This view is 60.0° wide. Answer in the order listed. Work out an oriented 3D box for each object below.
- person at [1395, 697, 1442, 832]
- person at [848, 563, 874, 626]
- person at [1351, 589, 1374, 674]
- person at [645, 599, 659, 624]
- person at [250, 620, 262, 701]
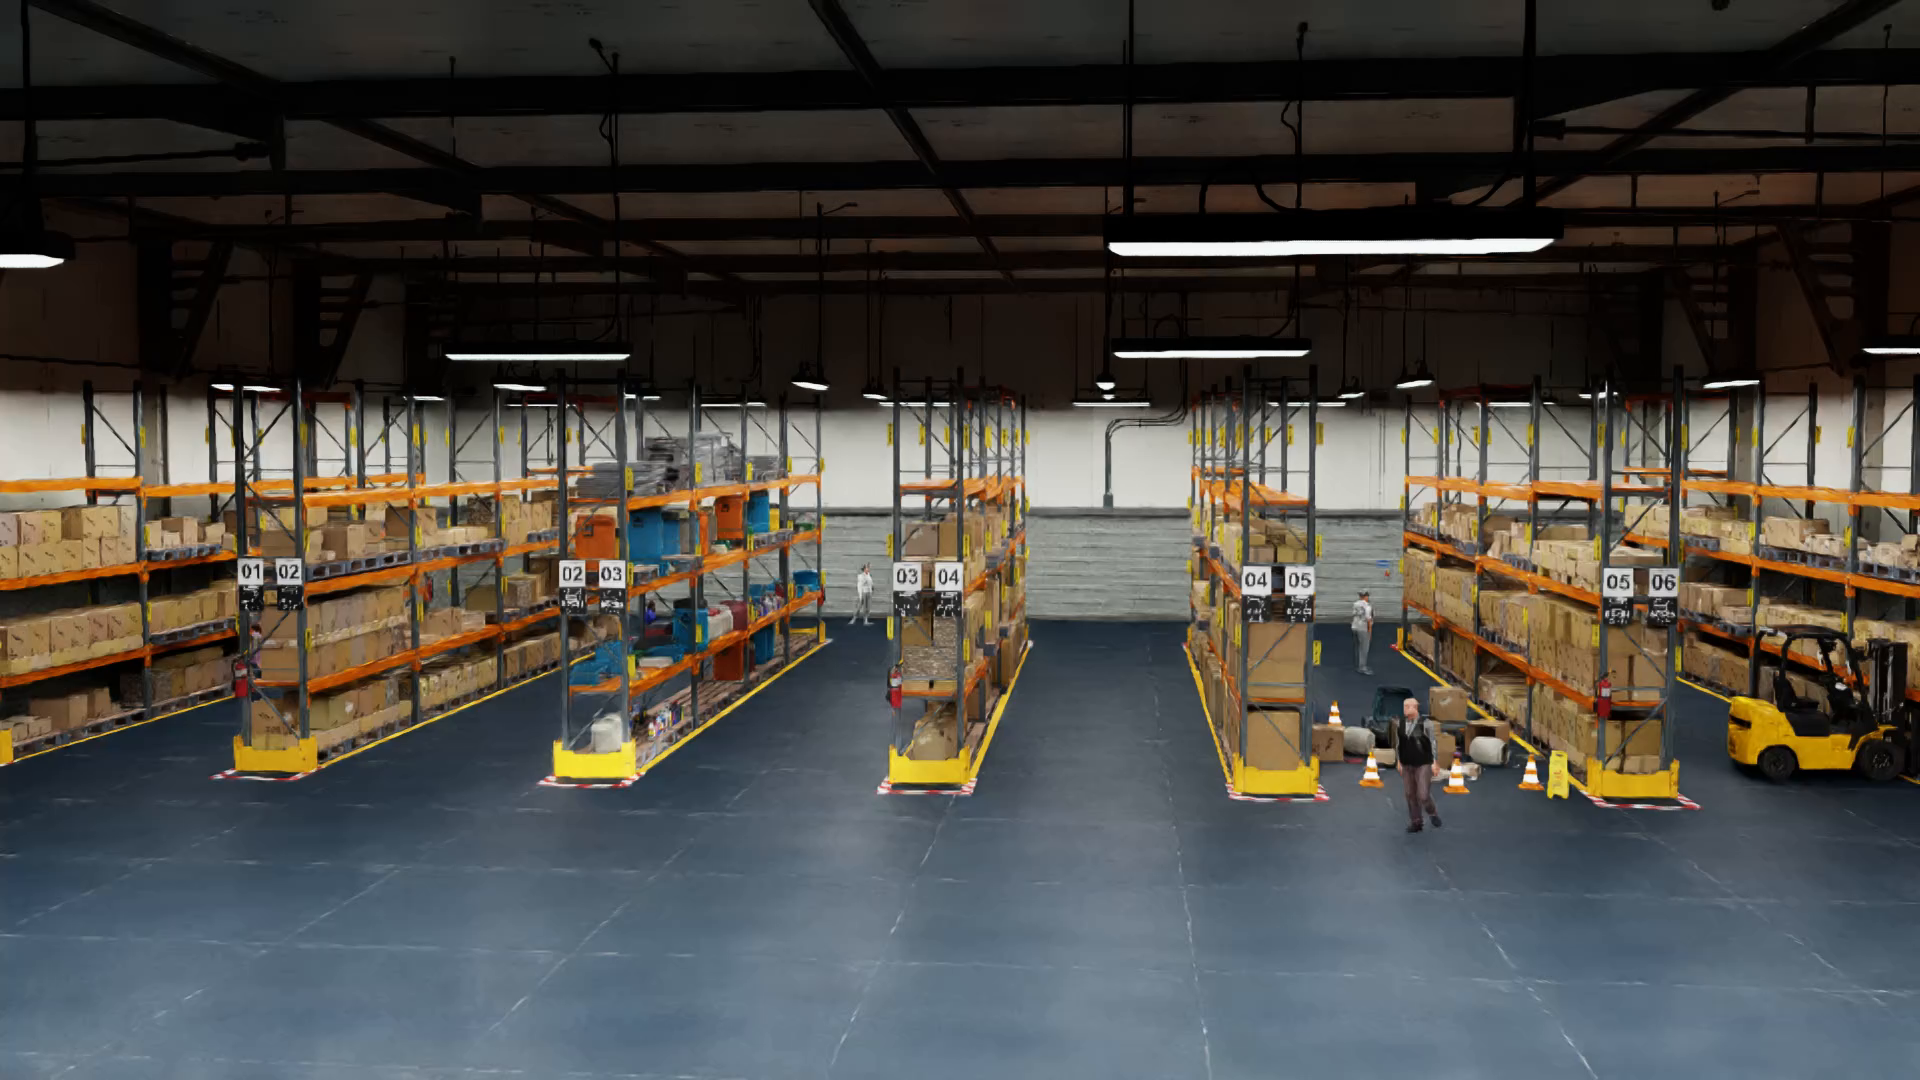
[{"bbox_3d":[5.803,2.838,21.063,0.580,1.709,0.508,3,5,43],"label":"person"},{"bbox_3d":[-2.627,1.439,44.080,0.666,1.669,0.470,-3,5,-40],"label":"person"},{"bbox_3d":[8.568,1.921,35.221,0.492,1.767,0.627,-1,4,-22],"label":"person"},{"bbox_3d":[-6.340,2.033,34.262,0.422,1.663,0.502,-2,4,-24],"label":"person"},{"bbox_3d":[-13.034,2.298,30.914,0.338,1.641,0.476,-1,4,-22],"label":"person"}]
